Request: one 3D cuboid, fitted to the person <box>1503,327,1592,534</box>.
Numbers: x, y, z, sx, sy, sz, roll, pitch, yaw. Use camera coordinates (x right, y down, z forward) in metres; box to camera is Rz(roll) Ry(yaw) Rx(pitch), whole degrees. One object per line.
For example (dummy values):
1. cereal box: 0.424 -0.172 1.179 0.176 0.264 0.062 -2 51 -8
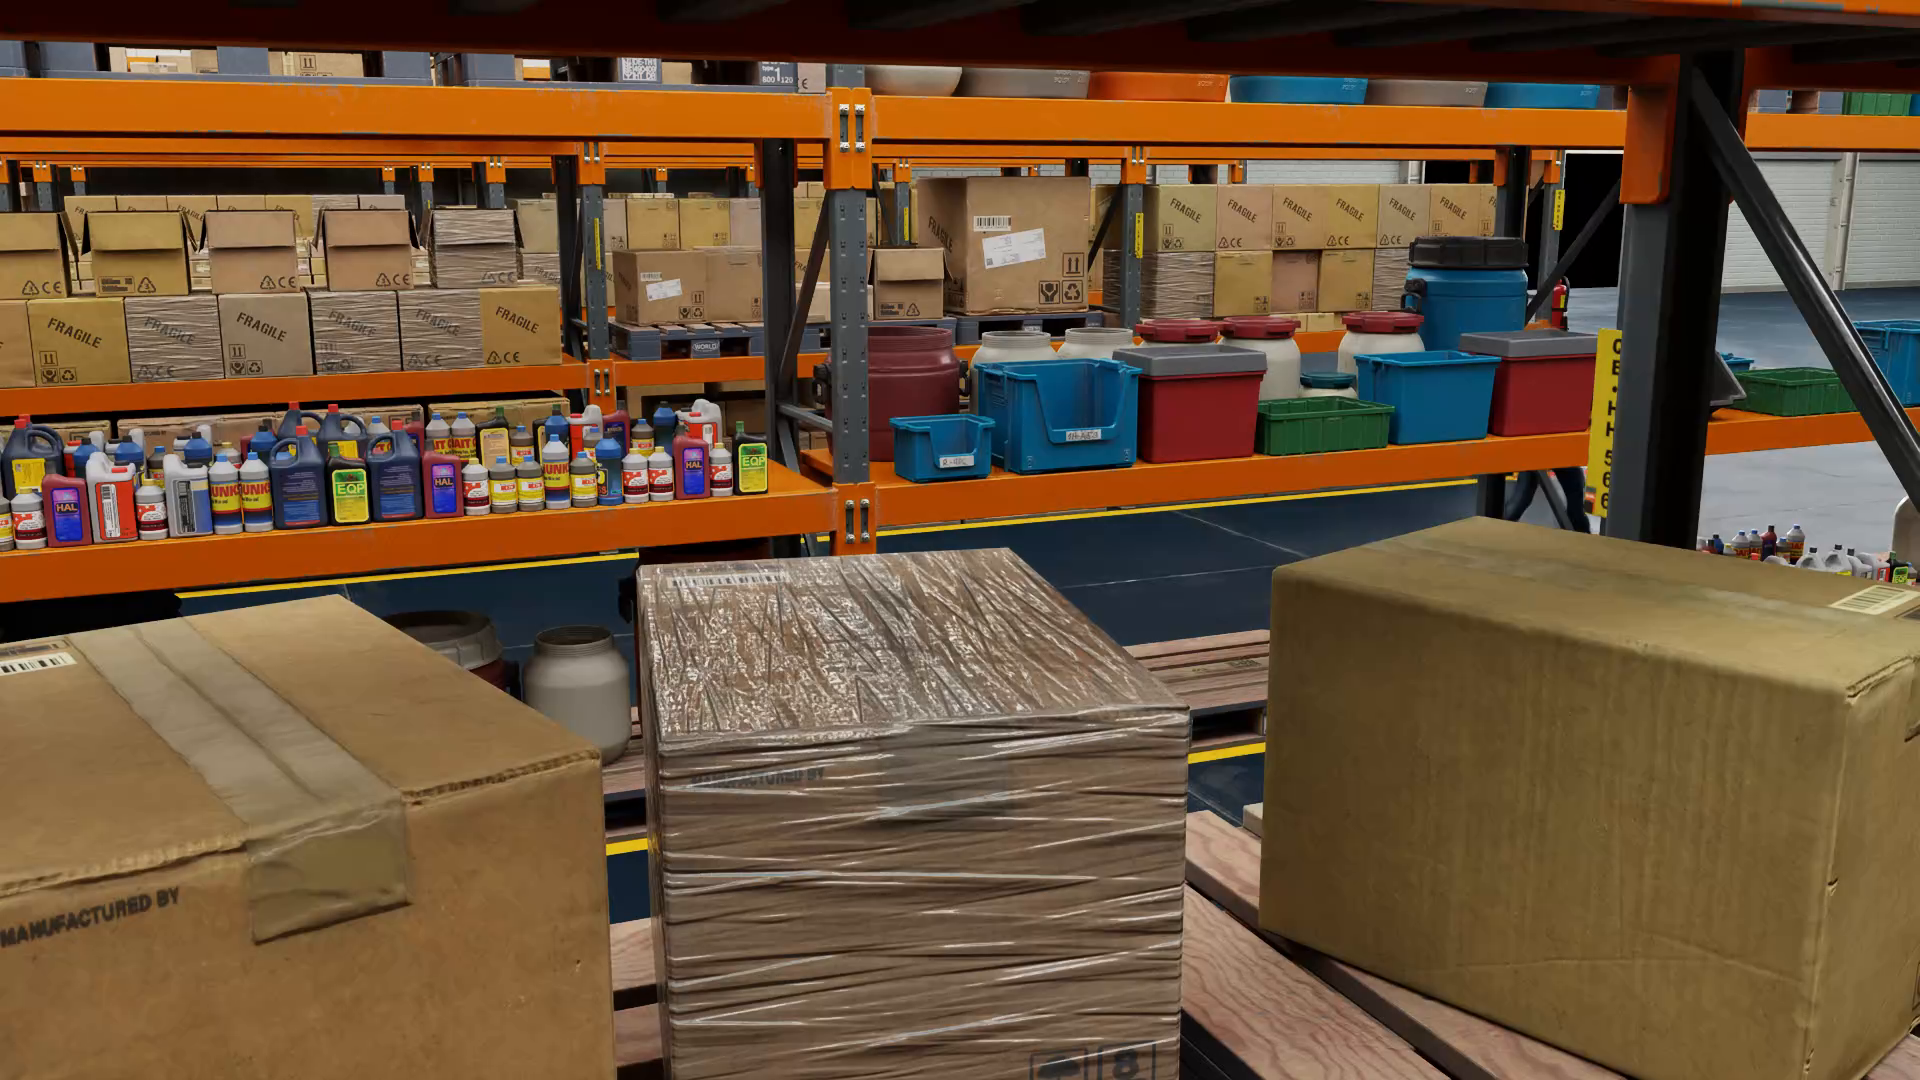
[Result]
1. person: 3.831 -0.600 10.696 0.943 1.536 0.412 -5 13 -23
